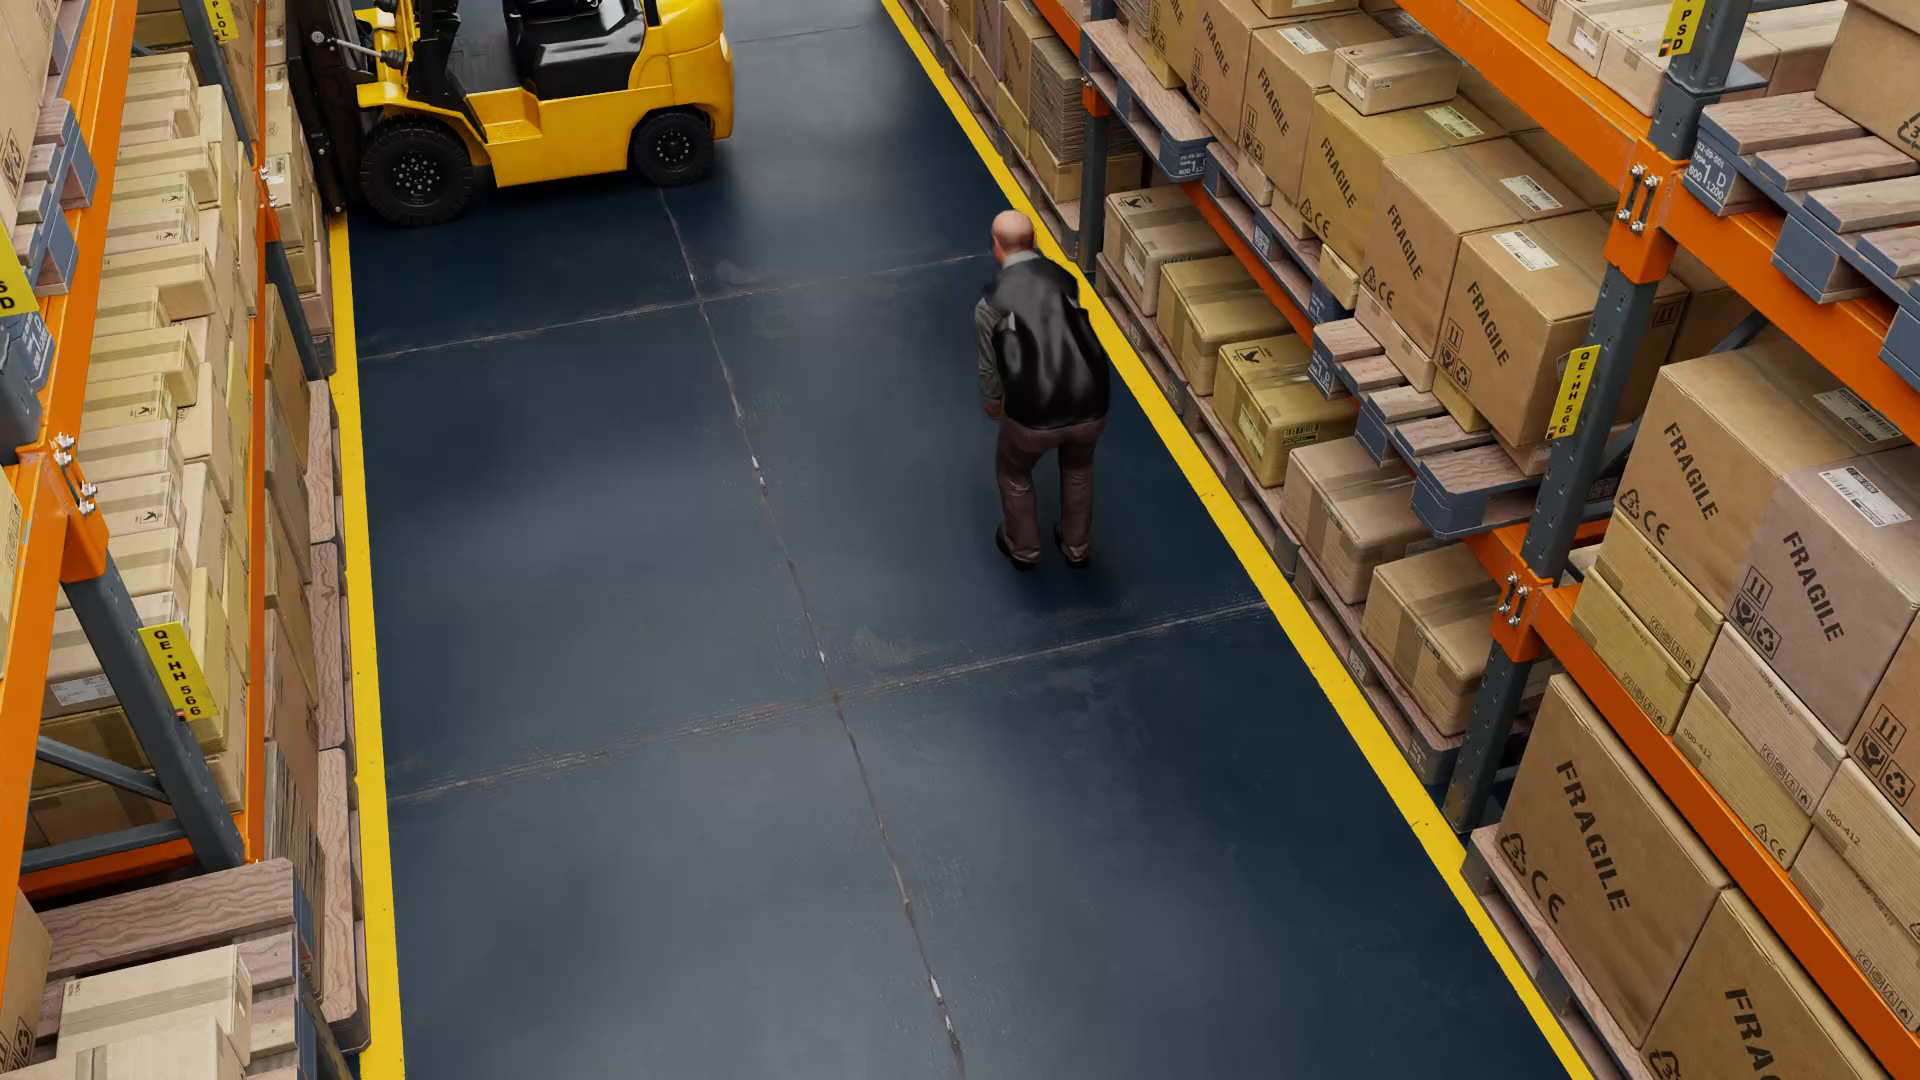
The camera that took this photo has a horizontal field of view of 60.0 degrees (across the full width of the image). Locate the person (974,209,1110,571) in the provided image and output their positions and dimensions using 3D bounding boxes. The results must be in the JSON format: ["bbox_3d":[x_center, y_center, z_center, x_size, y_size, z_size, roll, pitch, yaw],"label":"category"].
[{"bbox_3d":[0.311,-0.585,7.009,0.468,1.486,0.800,-13,43,-14],"label":"person"}]
